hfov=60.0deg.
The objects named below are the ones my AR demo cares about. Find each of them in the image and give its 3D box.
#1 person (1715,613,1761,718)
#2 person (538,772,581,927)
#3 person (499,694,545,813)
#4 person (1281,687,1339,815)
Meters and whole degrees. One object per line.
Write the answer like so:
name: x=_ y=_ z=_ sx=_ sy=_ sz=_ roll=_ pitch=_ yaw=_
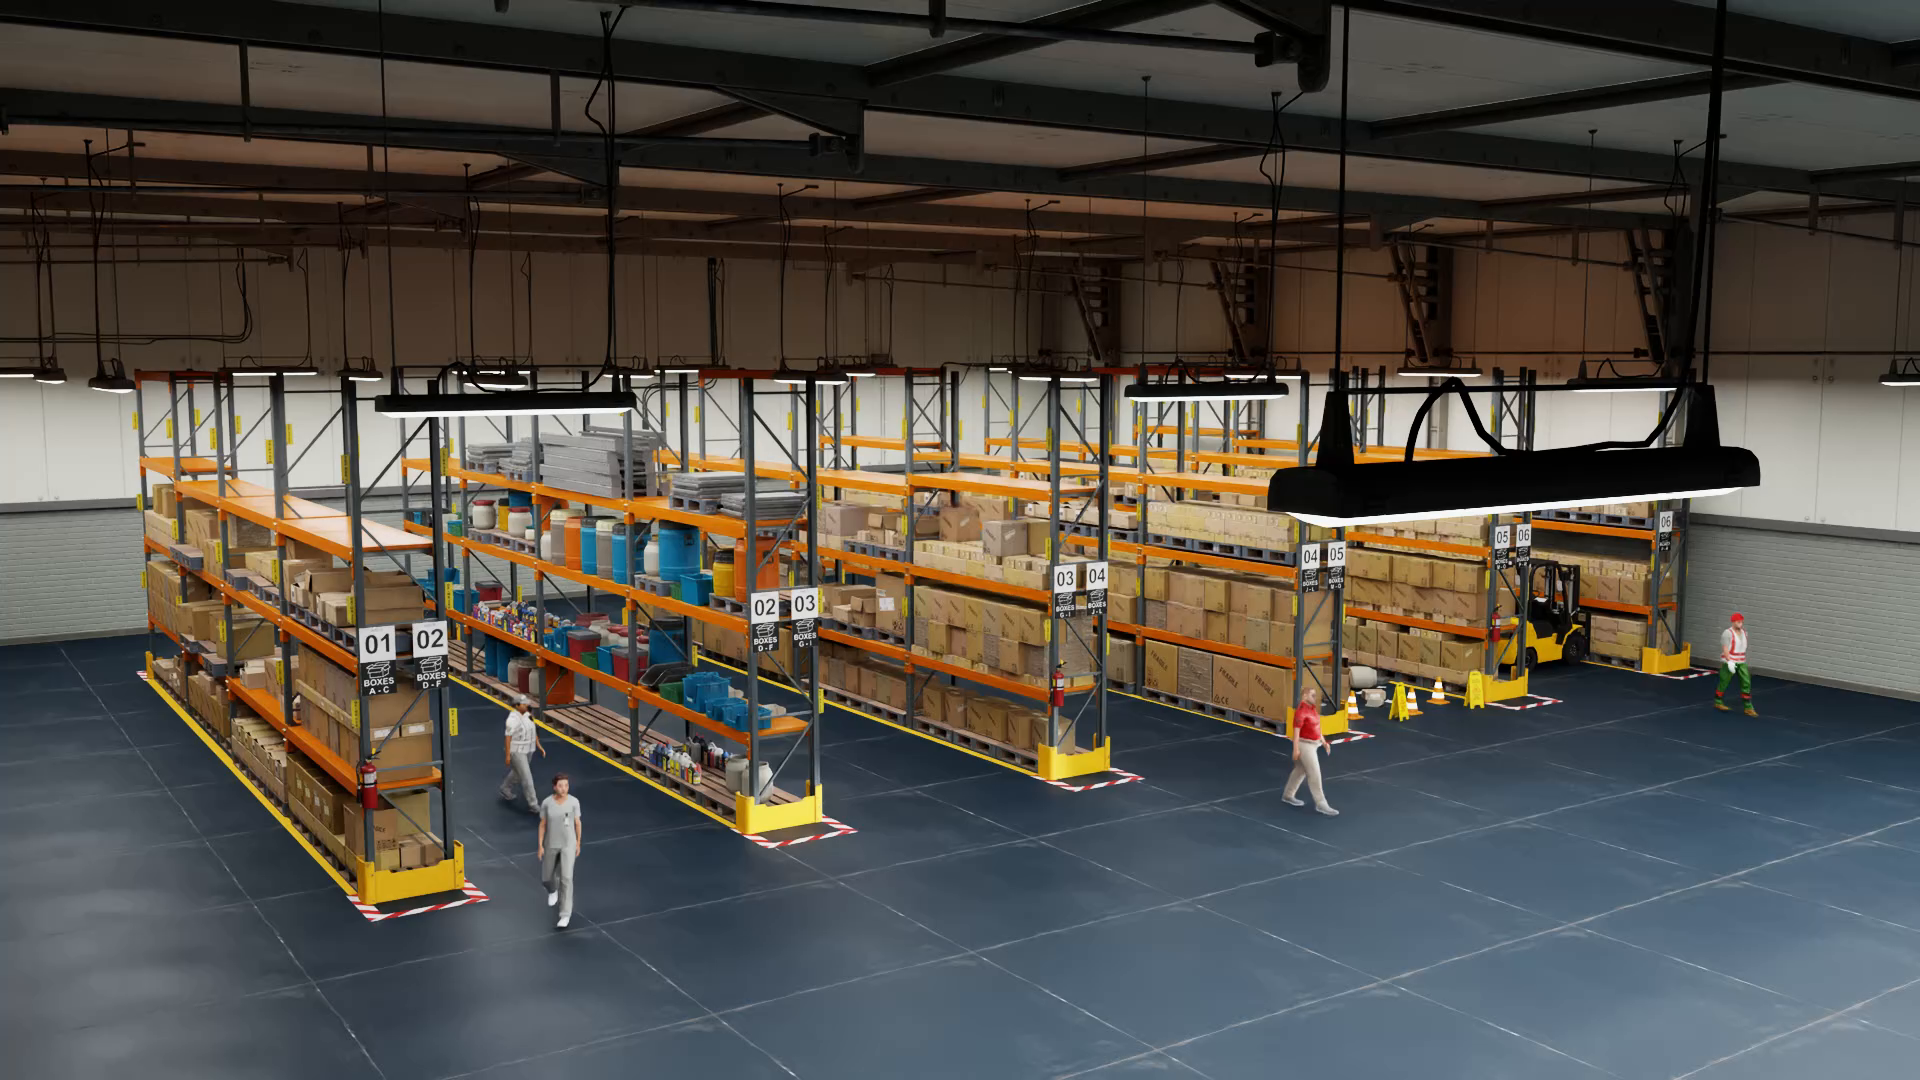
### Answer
person: x=13.616 y=2.175 z=29.126 sx=0.577 sy=1.804 sz=0.805 roll=-1 pitch=7 yaw=-12
person: x=-4.467 y=3.410 z=18.568 sx=0.465 sy=1.650 sz=0.843 roll=-1 pitch=6 yaw=-7
person: x=-6.089 y=2.916 z=23.061 sx=1.078 sy=1.599 sz=0.547 roll=4 pitch=7 yaw=30
person: x=4.881 y=2.877 z=23.011 sx=0.832 sy=1.701 sz=0.563 roll=3 pitch=7 yaw=23
